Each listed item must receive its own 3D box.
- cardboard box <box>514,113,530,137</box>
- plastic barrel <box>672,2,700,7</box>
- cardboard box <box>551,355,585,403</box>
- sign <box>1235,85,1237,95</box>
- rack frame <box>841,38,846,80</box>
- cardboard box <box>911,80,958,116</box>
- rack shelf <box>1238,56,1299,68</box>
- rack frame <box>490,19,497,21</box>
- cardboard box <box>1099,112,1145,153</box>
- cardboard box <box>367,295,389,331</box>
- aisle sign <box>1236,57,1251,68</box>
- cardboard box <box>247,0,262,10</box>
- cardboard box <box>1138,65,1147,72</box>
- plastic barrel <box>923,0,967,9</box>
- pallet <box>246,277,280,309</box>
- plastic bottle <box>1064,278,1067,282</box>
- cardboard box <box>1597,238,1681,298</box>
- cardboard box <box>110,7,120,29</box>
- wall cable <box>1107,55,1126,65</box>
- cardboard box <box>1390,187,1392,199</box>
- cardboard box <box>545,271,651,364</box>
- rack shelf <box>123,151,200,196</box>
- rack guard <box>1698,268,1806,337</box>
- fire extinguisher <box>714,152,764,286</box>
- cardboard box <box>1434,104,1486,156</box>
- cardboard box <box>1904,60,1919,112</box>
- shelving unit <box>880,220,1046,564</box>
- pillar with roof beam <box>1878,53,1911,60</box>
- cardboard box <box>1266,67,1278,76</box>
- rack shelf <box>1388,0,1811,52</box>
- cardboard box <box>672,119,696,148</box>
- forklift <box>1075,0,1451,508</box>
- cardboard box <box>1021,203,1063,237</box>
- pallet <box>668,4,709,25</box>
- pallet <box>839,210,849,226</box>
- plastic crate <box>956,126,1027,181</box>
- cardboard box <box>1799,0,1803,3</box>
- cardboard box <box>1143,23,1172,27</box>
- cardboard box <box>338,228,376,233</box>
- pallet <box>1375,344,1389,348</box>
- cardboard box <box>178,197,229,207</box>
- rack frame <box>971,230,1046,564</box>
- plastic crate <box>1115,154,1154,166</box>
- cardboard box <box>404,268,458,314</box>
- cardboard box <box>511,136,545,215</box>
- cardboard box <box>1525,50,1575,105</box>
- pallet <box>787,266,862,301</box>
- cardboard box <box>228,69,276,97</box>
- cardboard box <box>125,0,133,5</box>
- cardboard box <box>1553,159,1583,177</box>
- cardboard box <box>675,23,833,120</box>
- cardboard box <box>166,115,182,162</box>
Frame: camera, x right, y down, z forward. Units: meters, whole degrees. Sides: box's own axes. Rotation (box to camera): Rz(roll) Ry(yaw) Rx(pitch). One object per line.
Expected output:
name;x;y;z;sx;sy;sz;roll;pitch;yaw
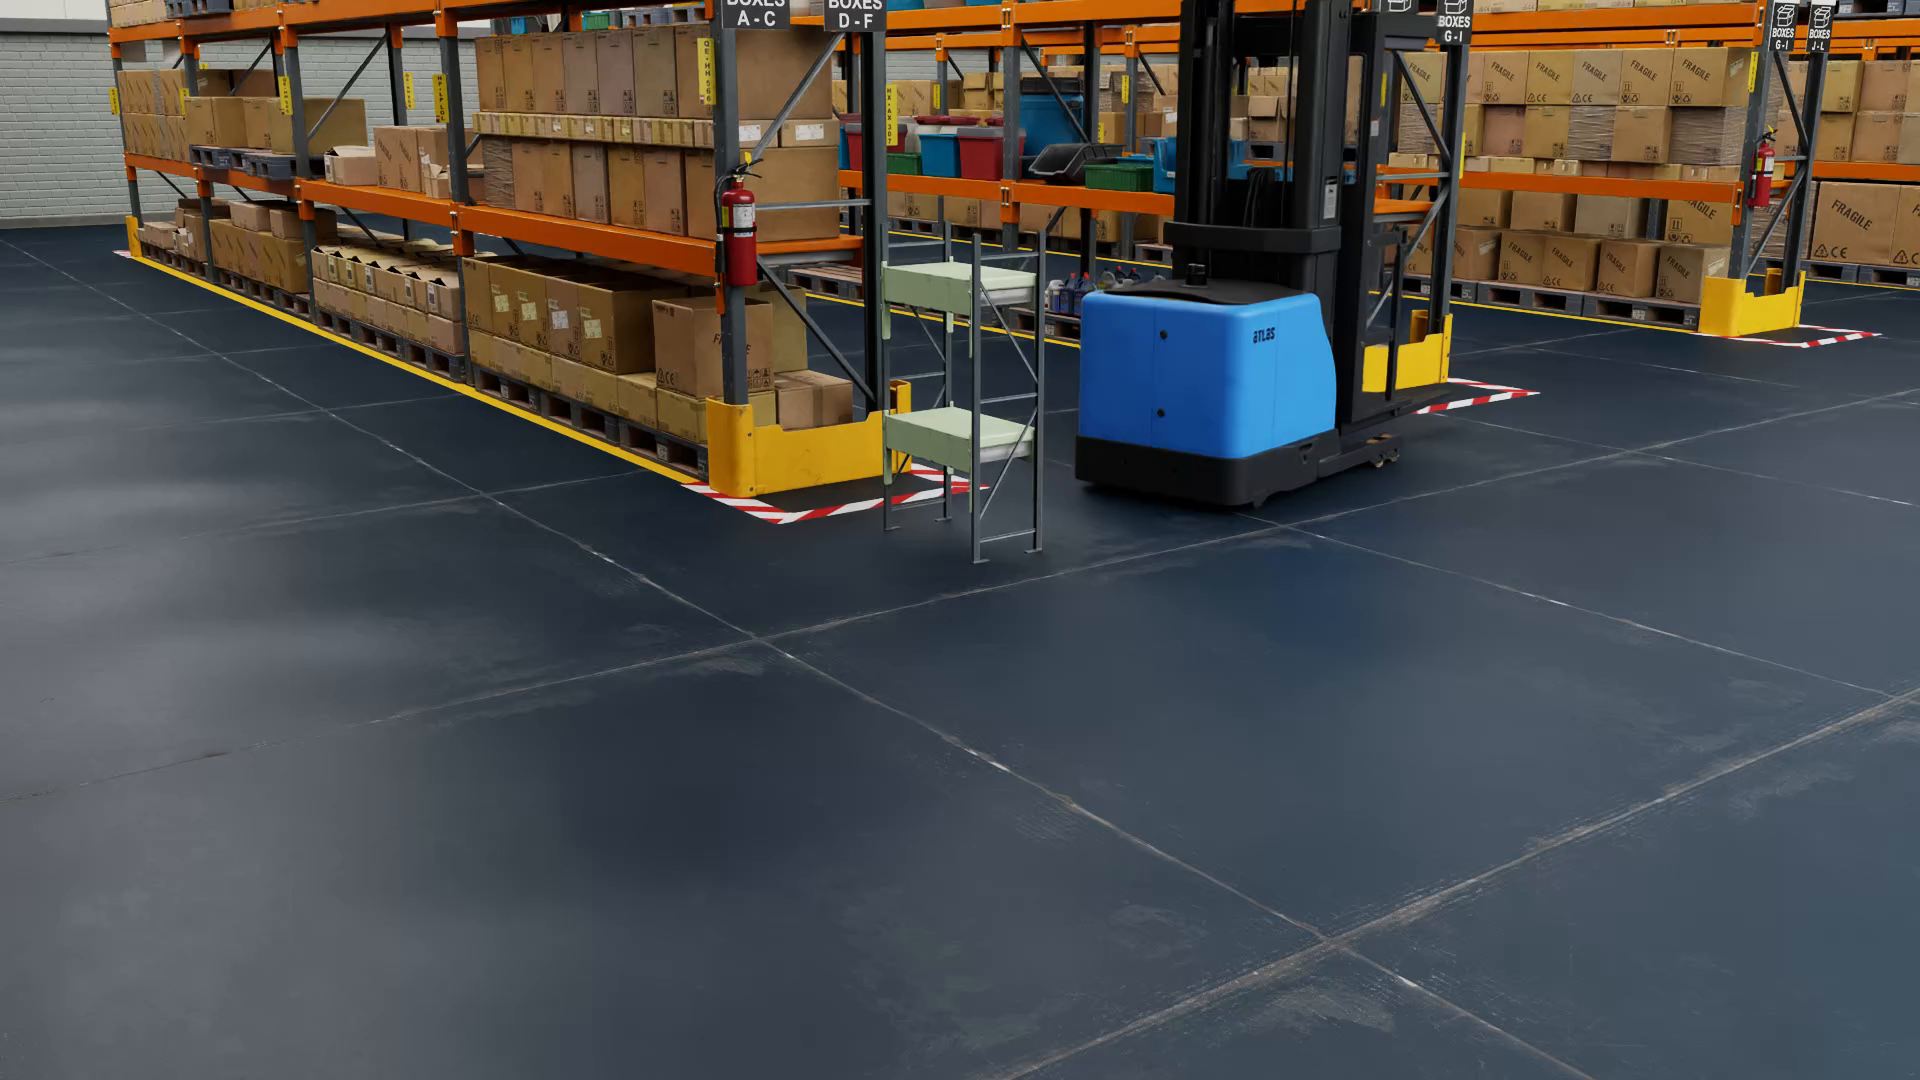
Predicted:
cardboard box;-2.735;-2.761;11.064;0.380;0.149;0.250;-11;19;-35
plastic barrel;-3.186;-6.705;20.057;0.600;0.588;0.600;0;15;0
cardboard box;-2.286;-1.061;10.683;0.500;0.250;0.500;-11;19;-35
sign;5.331;-8.660;32.245;0.100;0.325;0.005;-11;19;-35
rack frame;-2.233;-6.751;27.059;1.000;3.000;0.127;-11;19;-35
cardboard box;-0.367;-6.386;24.027;0.500;0.500;0.500;-10;18;-33
rack shelf;6.959;-8.962;30.818;1.077;0.370;4.000;-11;19;-35
rack frame;-6.239;-8.876;23.459;1.000;3.000;0.127;-11;19;-35
cardboard box;1.981;-5.158;21.049;0.500;0.500;0.500;-10;18;-33
cardboard box;-4.566;-1.898;13.741;0.500;0.250;0.500;-10;18;-33
aisle sign;5.506;-9.513;32.228;0.394;0.787;0.004;-11;19;-35
cardboard box;-6.128;-5.198;15.513;0.910;0.500;0.500;-11;19;-35
cardboard box;3.098;-7.598;27.509;0.500;0.500;0.500;-10;18;-33
plastic barrel;-0.042;-5.323;15.210;0.600;0.901;0.600;0;15;0
pallet;-6.666;-2.586;17.126;1.003;0.211;1.213;-11;19;-35
plastic bottle;0.947;-2.137;14.516;0.061;0.283;0.133;-11;19;-35
cardboard box;6.442;-2.589;15.795;0.500;0.500;0.500;-6;16;-20
cardboard box;-10.151;-6.439;20.523;0.500;0.250;0.500;-11;19;-35
wall cable;3.589;-10.202;37.745;0.588;1.984;0.122;-11;19;-35
cardboard box;5.944;-4.888;24.192;0.500;0.500;0.500;-11;19;-35
cardboard box;-2.289;-1.422;10.582;0.500;0.500;0.500;-11;19;-35
rack shelf;-9.072;-4.440;19.979;1.077;0.370;4.000;-11;19;-35
rack guard;7.130;-2.145;14.966;1.175;0.500;0.348;-11;19;-35
fire extinguisher;-1.147;-1.663;8.616;0.296;0.674;0.183;-11;19;-35
cardboard box;5.303;-4.162;16.848;0.875;0.500;0.500;-11;19;-35
cardboard box;10.662;-4.864;17.836;0.875;0.550;0.550;-11;19;-35
shelving unit;0.004;-0.722;7.873;0.431;1.500;0.755;-11;19;-35
pillar with roof beam;12.513;-9.439;25.516;9.100;9.000;0.400;-11;19;-35
cardboard box;6.040;-8.895;31.583;0.380;0.149;0.250;-10;18;-33
rack shelf;5.999;-4.861;15.836;1.077;0.370;4.000;-11;19;-35
cardboard box;-1.374;-2.266;9.256;0.380;0.149;0.250;-10;18;-33
forklift;1.950;-1.904;9.480;1.130;2.935;3.031;12;20;38
cardboard box;1.564;-4.562;22.293;1.225;0.875;0.875;-11;19;-34
pallet;-2.678;-6.090;19.319;1.003;0.211;1.213;-11;19;-35
pallet;-1.699;-5.247;26.848;1.003;0.211;1.213;-11;19;-35
plastic crate;0.284;-3.506;15.084;0.402;0.464;0.583;-11;19;-35
cardboard box;7.101;-4.852;14.723;0.500;0.250;0.500;-10;18;-33
cardboard box;2.542;-6.277;19.931;0.500;0.250;0.500;-10;18;-34
cardboard box;-6.184;-2.873;16.791;0.500;0.500;0.500;-11;19;-35
pallet;2.612;-1.404;12.805;1.003;0.211;1.213;-11;19;-35
cardboard box;-9.729;-4.143;21.432;0.500;0.500;0.500;-11;19;-35
rack frame;0.219;-0.644;7.587;0.400;1.500;0.023;-11;19;-35
plastic crate;1.687;-3.154;14.198;0.499;0.251;0.616;-11;19;-35
cardboard box;-3.973;-1.951;12.871;0.500;0.311;0.500;-10;18;-33
cardboard box;-2.611;-2.494;11.318;0.700;0.500;0.500;-11;19;-35
cardboard box;5.774;-4.408;15.854;0.500;0.500;0.500;-11;19;-35
pallet;-1.111;-2.757;17.751;1.003;0.211;1.213;-11;19;-35
cardboard box;-7.945;-5.035;18.706;0.500;0.500;0.500;-10;18;-33
cardboard box;-9.569;-6.466;19.673;0.500;0.250;0.500;-11;19;-35
cardboard box;5.873;-3.546;15.826;0.380;0.149;0.250;-11;19;-35
cardboard box;-1.136;-2.584;9.190;0.700;0.500;0.500;-11;19;-34
cardboard box;-8.702;-4.585;18.956;0.500;0.500;0.500;-10;18;-33
